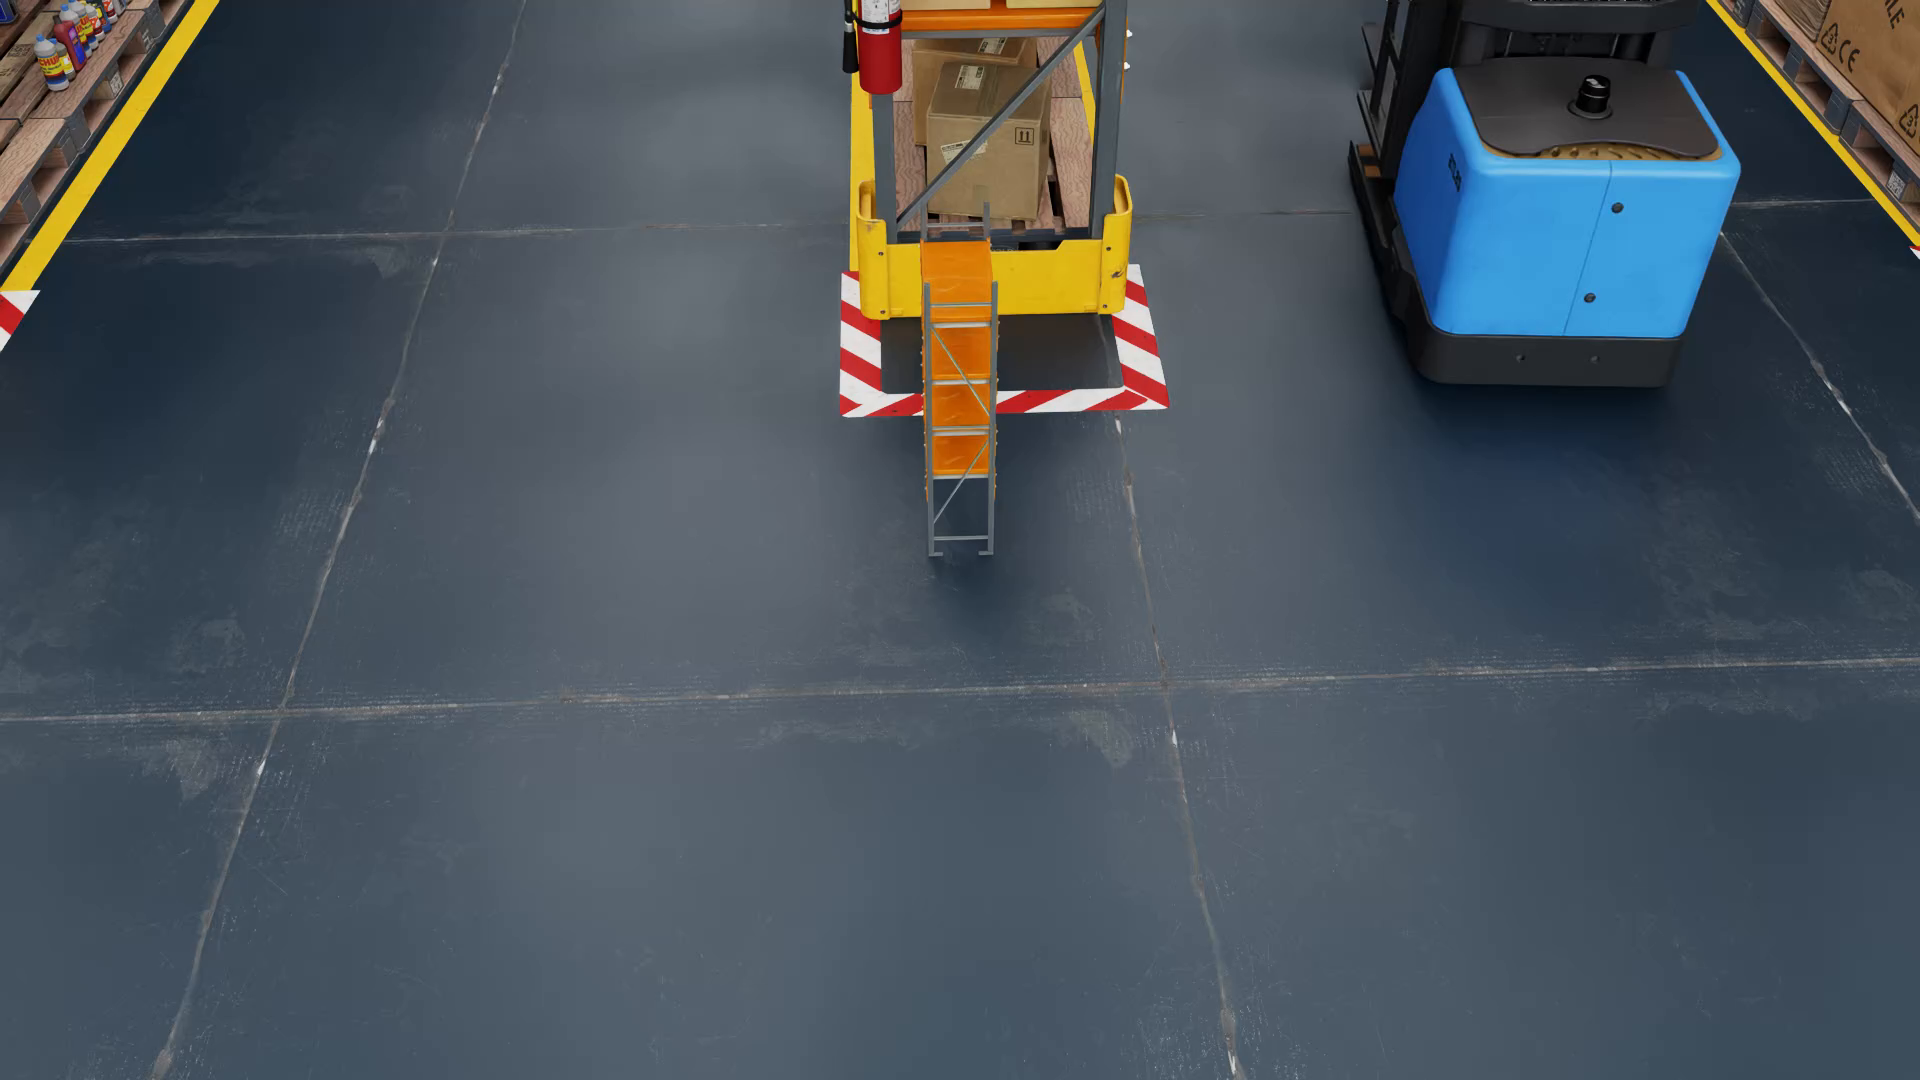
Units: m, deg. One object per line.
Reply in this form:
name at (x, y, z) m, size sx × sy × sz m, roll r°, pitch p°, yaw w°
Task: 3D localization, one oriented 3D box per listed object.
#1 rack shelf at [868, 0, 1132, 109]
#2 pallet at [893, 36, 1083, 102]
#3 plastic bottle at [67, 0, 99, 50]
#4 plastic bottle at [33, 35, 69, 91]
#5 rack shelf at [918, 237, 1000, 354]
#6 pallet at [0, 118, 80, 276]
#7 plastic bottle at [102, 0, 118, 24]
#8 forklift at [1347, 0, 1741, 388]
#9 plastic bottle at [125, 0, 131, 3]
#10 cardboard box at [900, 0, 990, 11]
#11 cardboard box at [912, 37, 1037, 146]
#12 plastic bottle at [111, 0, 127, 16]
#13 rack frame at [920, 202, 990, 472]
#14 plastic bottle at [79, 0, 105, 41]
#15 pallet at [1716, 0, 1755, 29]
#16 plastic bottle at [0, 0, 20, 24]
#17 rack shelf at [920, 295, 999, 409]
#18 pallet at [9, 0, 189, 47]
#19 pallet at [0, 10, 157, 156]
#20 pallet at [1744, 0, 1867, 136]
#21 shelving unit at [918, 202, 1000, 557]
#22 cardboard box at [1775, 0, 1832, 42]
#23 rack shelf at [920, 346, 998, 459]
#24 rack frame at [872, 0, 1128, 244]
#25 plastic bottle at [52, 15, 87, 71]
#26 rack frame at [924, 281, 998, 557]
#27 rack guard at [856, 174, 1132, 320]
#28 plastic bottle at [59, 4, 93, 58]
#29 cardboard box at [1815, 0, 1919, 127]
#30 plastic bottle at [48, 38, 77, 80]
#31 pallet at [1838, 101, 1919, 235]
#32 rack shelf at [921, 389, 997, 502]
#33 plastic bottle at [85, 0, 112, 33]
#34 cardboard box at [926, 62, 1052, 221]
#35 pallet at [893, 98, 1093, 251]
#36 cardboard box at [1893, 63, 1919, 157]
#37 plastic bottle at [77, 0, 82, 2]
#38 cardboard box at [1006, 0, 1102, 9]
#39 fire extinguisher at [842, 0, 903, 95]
rack shelf at (0.060, -3.239, 8.097) m, size 1.077 × 0.370 × 4.000 m, roll -2°, pitch 43°, yaw -2°
pallet at (0.094, -2.549, 8.875) m, size 1.003 × 0.211 × 1.213 m, roll -2°, pitch 43°, yaw -2°
plastic bottle at (-4.588, -2.701, 8.670) m, size 0.097 × 0.271 × 0.097 m, roll 0°, pitch 43°, yaw 0°
plastic bottle at (-4.569, -2.402, 8.344) m, size 0.097 × 0.271 × 0.097 m, roll 0°, pitch 43°, yaw 0°
rack shelf at (-0.007, -0.844, 5.701) m, size 0.258 × 0.148 × 0.480 m, roll -2°, pitch 43°, yaw -2°
pallet at (-4.883, -1.583, 7.821) m, size 1.003 × 0.211 × 1.213 m, roll -2°, pitch 43°, yaw -2°
plastic bottle at (-4.601, -2.880, 8.918) m, size 0.097 × 0.201 × 0.097 m, roll 0°, pitch 43°, yaw 0°
forklift at (2.469, -2.684, 7.009) m, size 1.130 × 2.935 × 3.031 m, roll 1°, pitch 43°, yaw 1°
plastic bottle at (-4.636, -3.124, 9.073) m, size 0.144 × 0.351 × 0.185 m, roll -2°, pitch 43°, yaw -2°
cardboard box at (-0.074, -2.248, 6.669) m, size 0.380 × 0.149 × 0.250 m, roll -2°, pitch 43°, yaw -2°
cardboard box at (0.075, -2.212, 7.983) m, size 0.500 × 0.500 × 0.500 m, roll 9°, pitch 43°, yaw 9°
plastic bottle at (-4.633, -2.987, 8.979) m, size 0.152 × 0.276 × 0.135 m, roll -1°, pitch 43°, yaw -1°
rack frame at (-0.017, -0.719, 6.146) m, size 0.240 × 1.200 × 0.015 m, roll -2°, pitch 43°, yaw -2°
plastic bottle at (-4.592, -2.742, 8.767) m, size 0.097 × 0.201 × 0.097 m, roll 0°, pitch 43°, yaw 0°
pallet at (4.889, -3.385, 9.787) m, size 1.003 × 0.211 × 1.213 m, roll -2°, pitch 43°, yaw -2°
plastic bottle at (-5.181, -2.921, 8.907) m, size 0.152 × 0.276 × 0.135 m, roll -2°, pitch 43°, yaw -2°
rack shelf at (-0.007, -0.669, 5.861) m, size 0.258 × 0.148 × 0.480 m, roll -2°, pitch 43°, yaw -2°
pallet at (-4.987, -3.230, 9.618) m, size 1.003 × 0.211 × 1.213 m, roll -2°, pitch 43°, yaw -2°
pallet at (-4.932, -2.405, 8.717) m, size 1.003 × 0.211 × 1.213 m, roll -2°, pitch 43°, yaw -2°
pallet at (4.944, -2.560, 8.886) m, size 1.003 × 0.211 × 1.213 m, roll -2°, pitch 43°, yaw -2°
shelving unit at (-0.007, -0.554, 5.966) m, size 0.258 × 1.200 × 0.503 m, roll -2°, pitch 43°, yaw -2°
cardboard box at (4.934, -3.266, 8.854) m, size 0.875 × 0.875 × 0.875 m, roll -1°, pitch 43°, yaw -1°
rack shelf at (-0.007, -0.504, 6.012) m, size 0.258 × 0.148 × 0.480 m, roll -2°, pitch 43°, yaw -2°
rack frame at (0.145, -2.154, 6.381) m, size 1.000 × 3.000 × 0.127 m, roll -2°, pitch 43°, yaw -2°
plastic bottle at (-4.561, -2.559, 8.507) m, size 0.061 × 0.283 × 0.133 m, roll -1°, pitch 43°, yaw -1°
rack frame at (0.003, -0.389, 5.787) m, size 0.240 × 1.200 × 0.015 m, roll -2°, pitch 43°, yaw -2°
rack guard at (0.142, -1.284, 7.281) m, size 1.175 × 0.500 × 0.348 m, roll -2°, pitch 43°, yaw -2°
plastic bottle at (-4.584, -2.633, 8.596) m, size 0.097 × 0.271 × 0.097 m, roll 0°, pitch 43°, yaw 0°
cardboard box at (4.970, -2.650, 8.183) m, size 0.875 × 0.875 × 0.875 m, roll -2°, pitch 43°, yaw -2°
plastic bottle at (-4.574, -2.446, 8.444) m, size 0.097 × 0.201 × 0.097 m, roll 0°, pitch 43°, yaw 0°
pallet at (4.992, -1.738, 7.990) m, size 1.003 × 0.211 × 1.213 m, roll -2°, pitch 43°, yaw -2°
rack shelf at (-0.007, -0.358, 6.146) m, size 0.258 × 0.148 × 0.480 m, roll -2°, pitch 43°, yaw -2°
plastic bottle at (-4.597, -2.837, 8.819) m, size 0.097 × 0.271 × 0.097 m, roll 0°, pitch 43°, yaw 0°
cardboard box at (0.135, -1.810, 7.544) m, size 0.500 × 0.500 × 0.500 m, roll 6°, pitch 43°, yaw 6°
pallet at (0.142, -1.727, 7.978) m, size 1.003 × 0.211 × 1.213 m, roll -2°, pitch 43°, yaw -2°
cardboard box at (5.010, -2.056, 7.535) m, size 0.875 × 0.875 × 0.875 m, roll -1°, pitch 43°, yaw -2°
plastic bottle at (-4.740, -2.986, 8.973) m, size 0.061 × 0.283 × 0.133 m, roll -2°, pitch 43°, yaw -2°
cardboard box at (0.371, -2.261, 6.683) m, size 0.380 × 0.149 × 0.250 m, roll -2°, pitch 43°, yaw -2°
fire extinguisher at (-0.311, -2.035, 6.308) m, size 0.296 × 0.674 × 0.183 m, roll -2°, pitch 43°, yaw -2°
